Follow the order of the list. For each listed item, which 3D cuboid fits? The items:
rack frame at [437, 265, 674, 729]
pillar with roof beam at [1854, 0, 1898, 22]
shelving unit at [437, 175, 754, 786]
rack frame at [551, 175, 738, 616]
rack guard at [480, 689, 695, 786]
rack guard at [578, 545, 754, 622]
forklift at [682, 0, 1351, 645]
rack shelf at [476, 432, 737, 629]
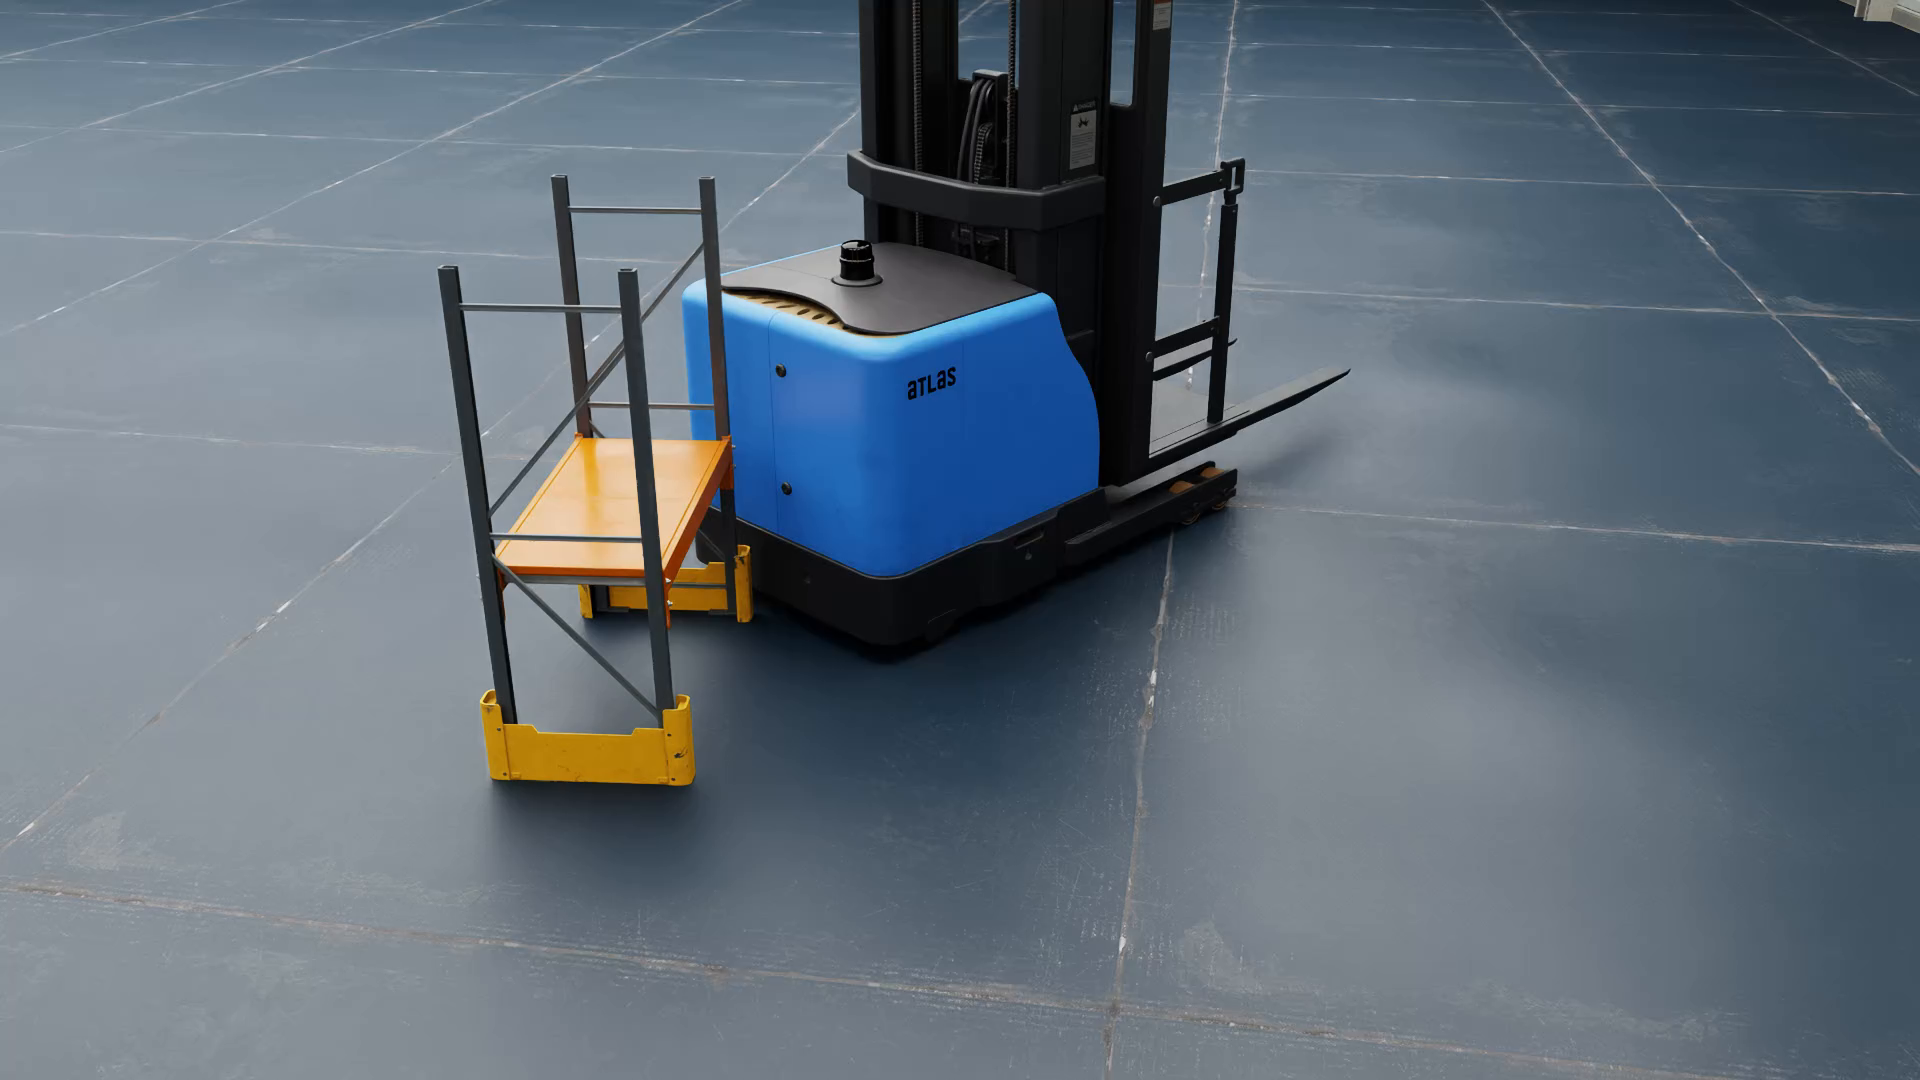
[{"bbox_3d":[-1.059,-0.001,4.484,0.500,1.500,0.032,1,25,3],"label":"rack frame"},{"bbox_3d":[6.144,-10.301,17.641,9.100,9.000,0.400,4,25,9],"label":"pillar with roof beam"},{"bbox_3d":[-1.031,-0.213,4.935,0.587,1.500,1.083,1,25,3],"label":"shelving unit"},{"bbox_3d":[-1.001,-0.432,5.403,0.500,1.500,0.032,1,25,3],"label":"rack frame"},{"bbox_3d":[-1.059,0.564,4.750,0.587,0.250,0.087,1,25,3],"label":"rack guard"},{"bbox_3d":[-1.002,0.143,5.651,0.587,0.250,0.087,1,25,3],"label":"rack guard"},{"bbox_3d":[0.438,-1.520,6.040,1.130,2.935,3.031,22,33,39],"label":"forklift"},{"bbox_3d":[-1.030,-0.054,5.020,0.538,0.185,1.000,1,25,3],"label":"rack shelf"}]
